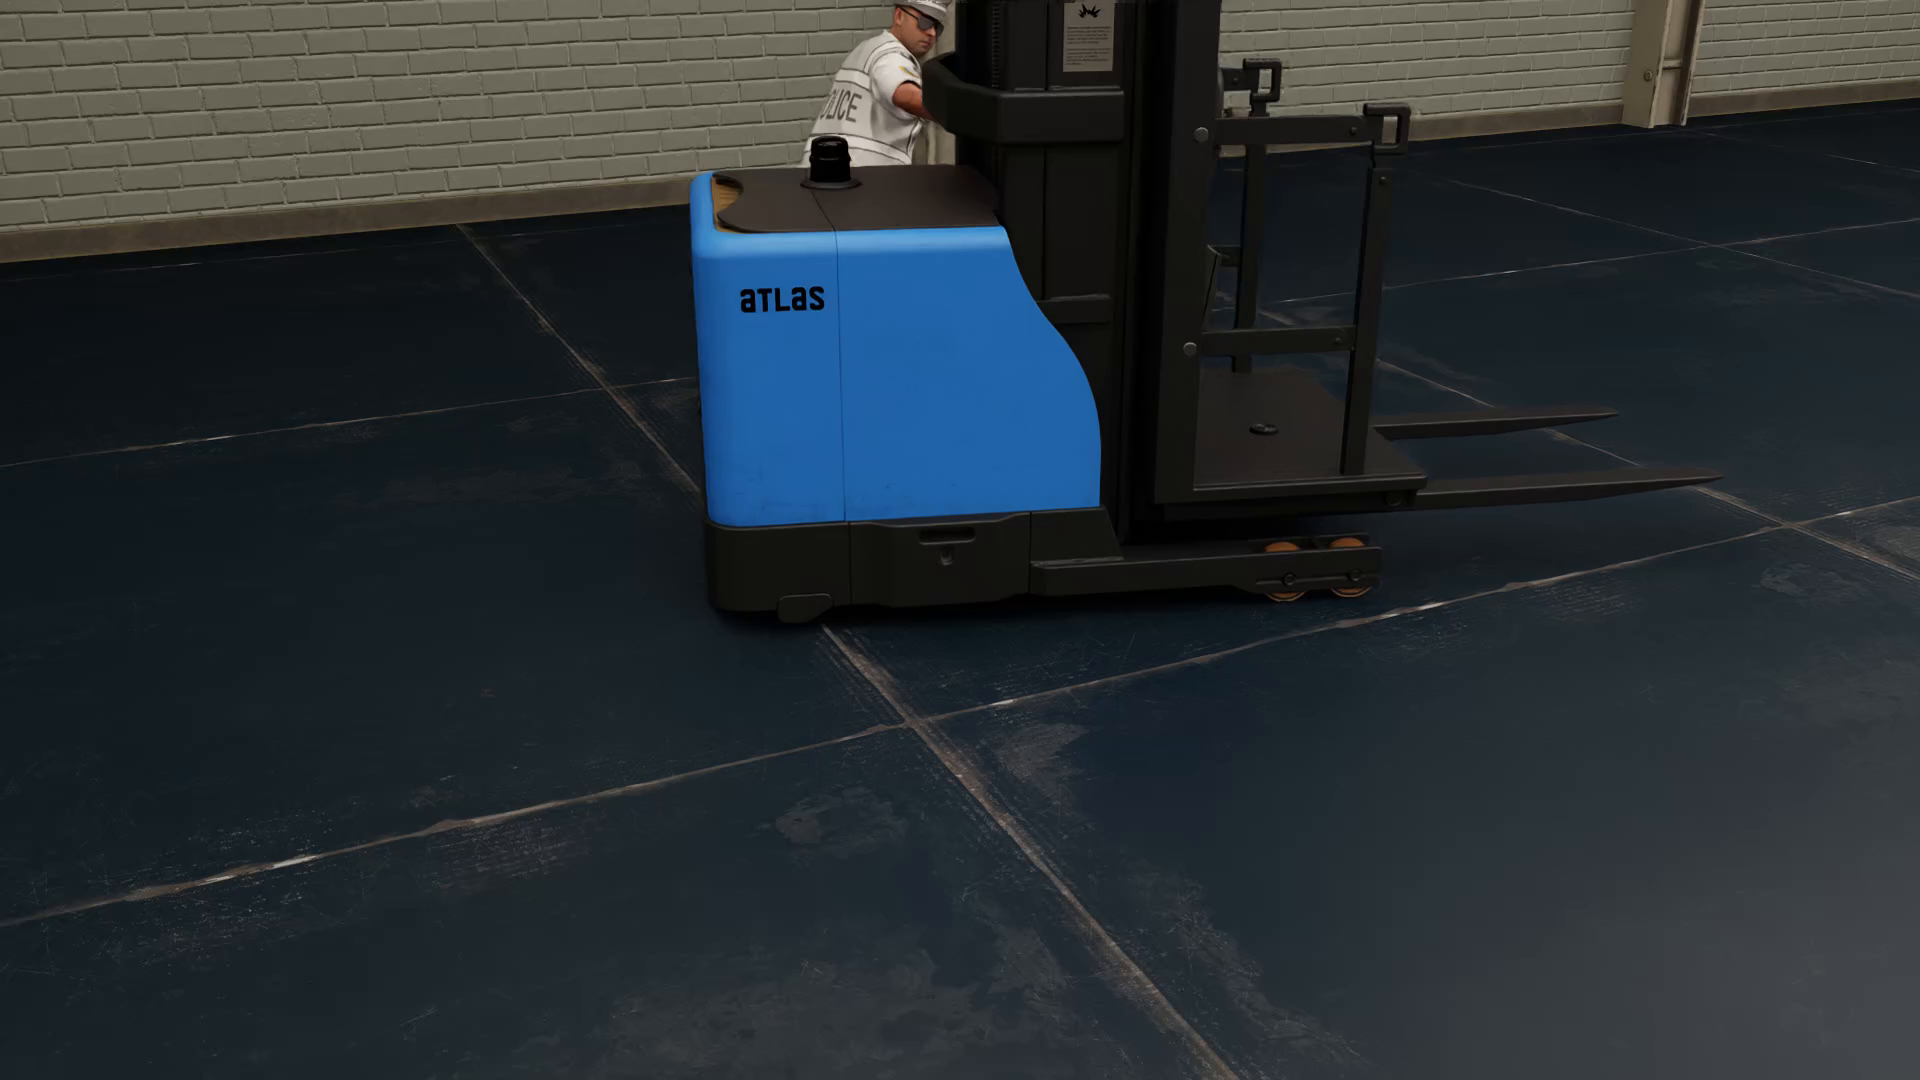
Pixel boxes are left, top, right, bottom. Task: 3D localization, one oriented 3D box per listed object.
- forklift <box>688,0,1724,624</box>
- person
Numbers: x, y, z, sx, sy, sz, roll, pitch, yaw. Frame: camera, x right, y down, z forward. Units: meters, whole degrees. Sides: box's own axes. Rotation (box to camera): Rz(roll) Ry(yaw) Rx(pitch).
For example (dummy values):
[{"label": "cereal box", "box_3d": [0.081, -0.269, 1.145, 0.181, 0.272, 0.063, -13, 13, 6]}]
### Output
[{"label": "forklift", "box_3d": [0.747, -1.376, 4.598, 3.031, 2.935, 1.130, -3, 23, -8]}, {"label": "person", "box_3d": [-0.083, -1.333, 6.387, 0.950, 1.556, 1.118, 18, 29, 37]}]
